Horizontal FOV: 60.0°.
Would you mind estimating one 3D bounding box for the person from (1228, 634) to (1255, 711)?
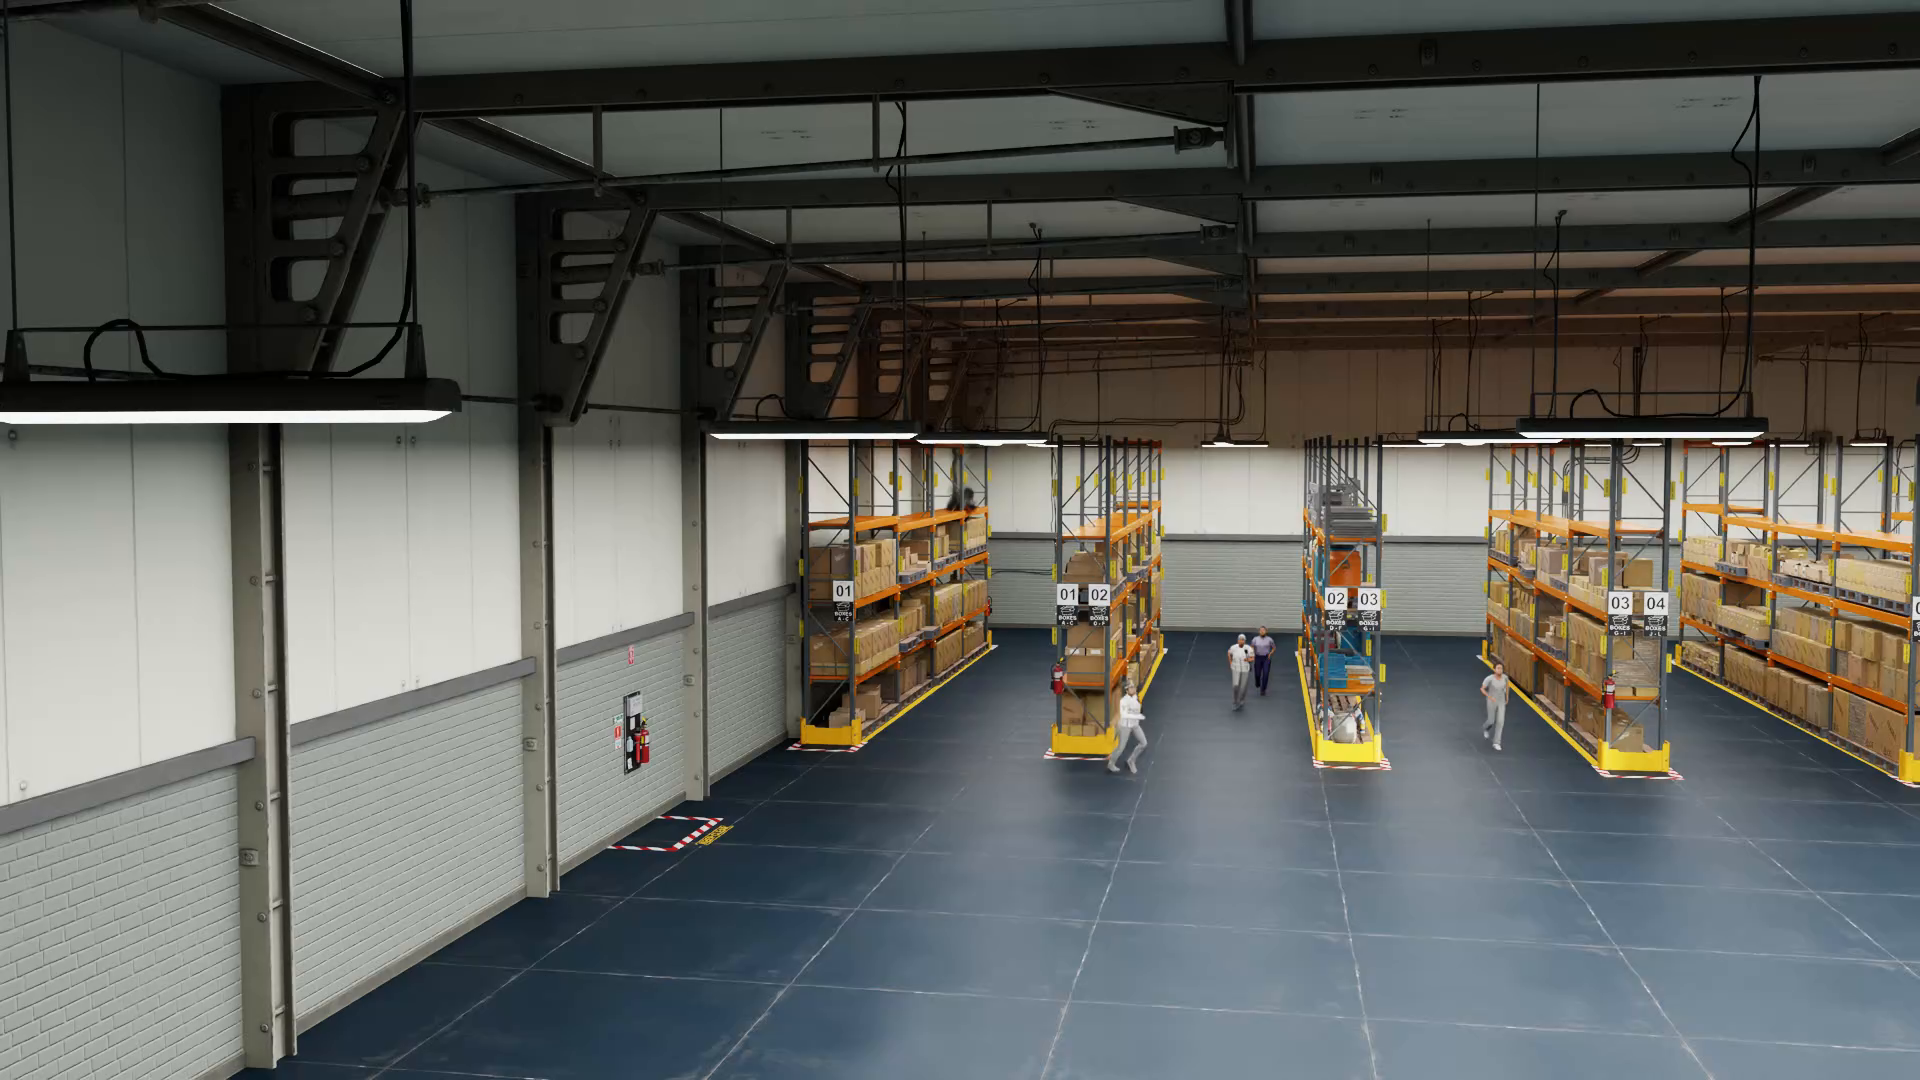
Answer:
[{"bbox_3d":[6.220,2.929,36.760,0.585,1.688,0.768,0,3,6],"label":"person"}]

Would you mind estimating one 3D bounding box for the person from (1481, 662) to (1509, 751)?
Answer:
[{"bbox_3d":[10.331,3.168,32.085,0.588,1.660,0.916,0,3,-3],"label":"person"}]

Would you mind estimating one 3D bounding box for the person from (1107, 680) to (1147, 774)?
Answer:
[{"bbox_3d":[2.994,3.285,29.302,0.620,1.670,0.827,-3,4,-42],"label":"person"}]

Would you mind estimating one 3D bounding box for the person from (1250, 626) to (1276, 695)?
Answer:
[{"bbox_3d":[7.105,2.824,39.049,0.616,1.606,0.550,1,3,10],"label":"person"}]
